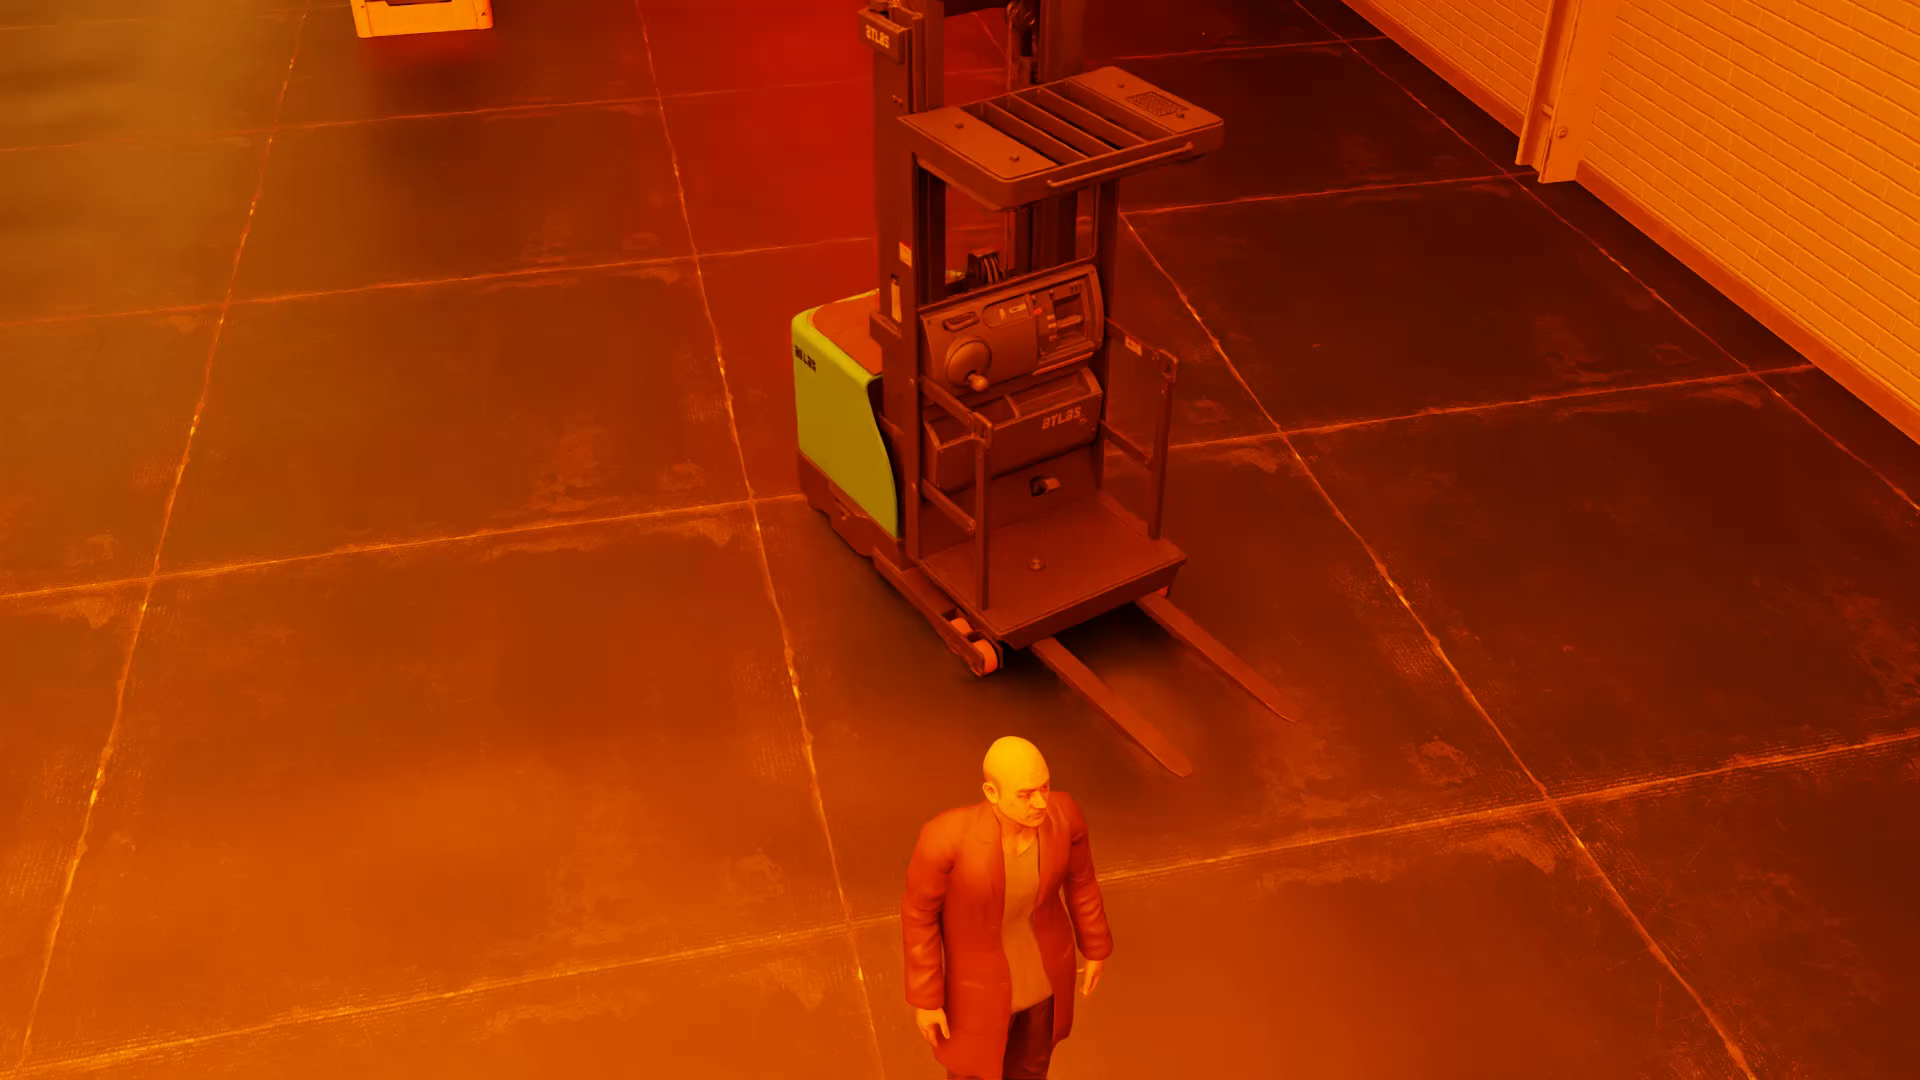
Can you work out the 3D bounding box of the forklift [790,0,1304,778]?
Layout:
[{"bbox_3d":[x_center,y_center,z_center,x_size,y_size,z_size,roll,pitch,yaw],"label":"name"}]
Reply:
[{"bbox_3d":[0.366,-0.880,7.273,1.130,2.935,3.031,-21,41,-26],"label":"forklift"}]

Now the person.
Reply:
[{"bbox_3d":[0.187,1.398,5.084,0.694,1.777,0.580,-15,38,-19],"label":"person"}]
